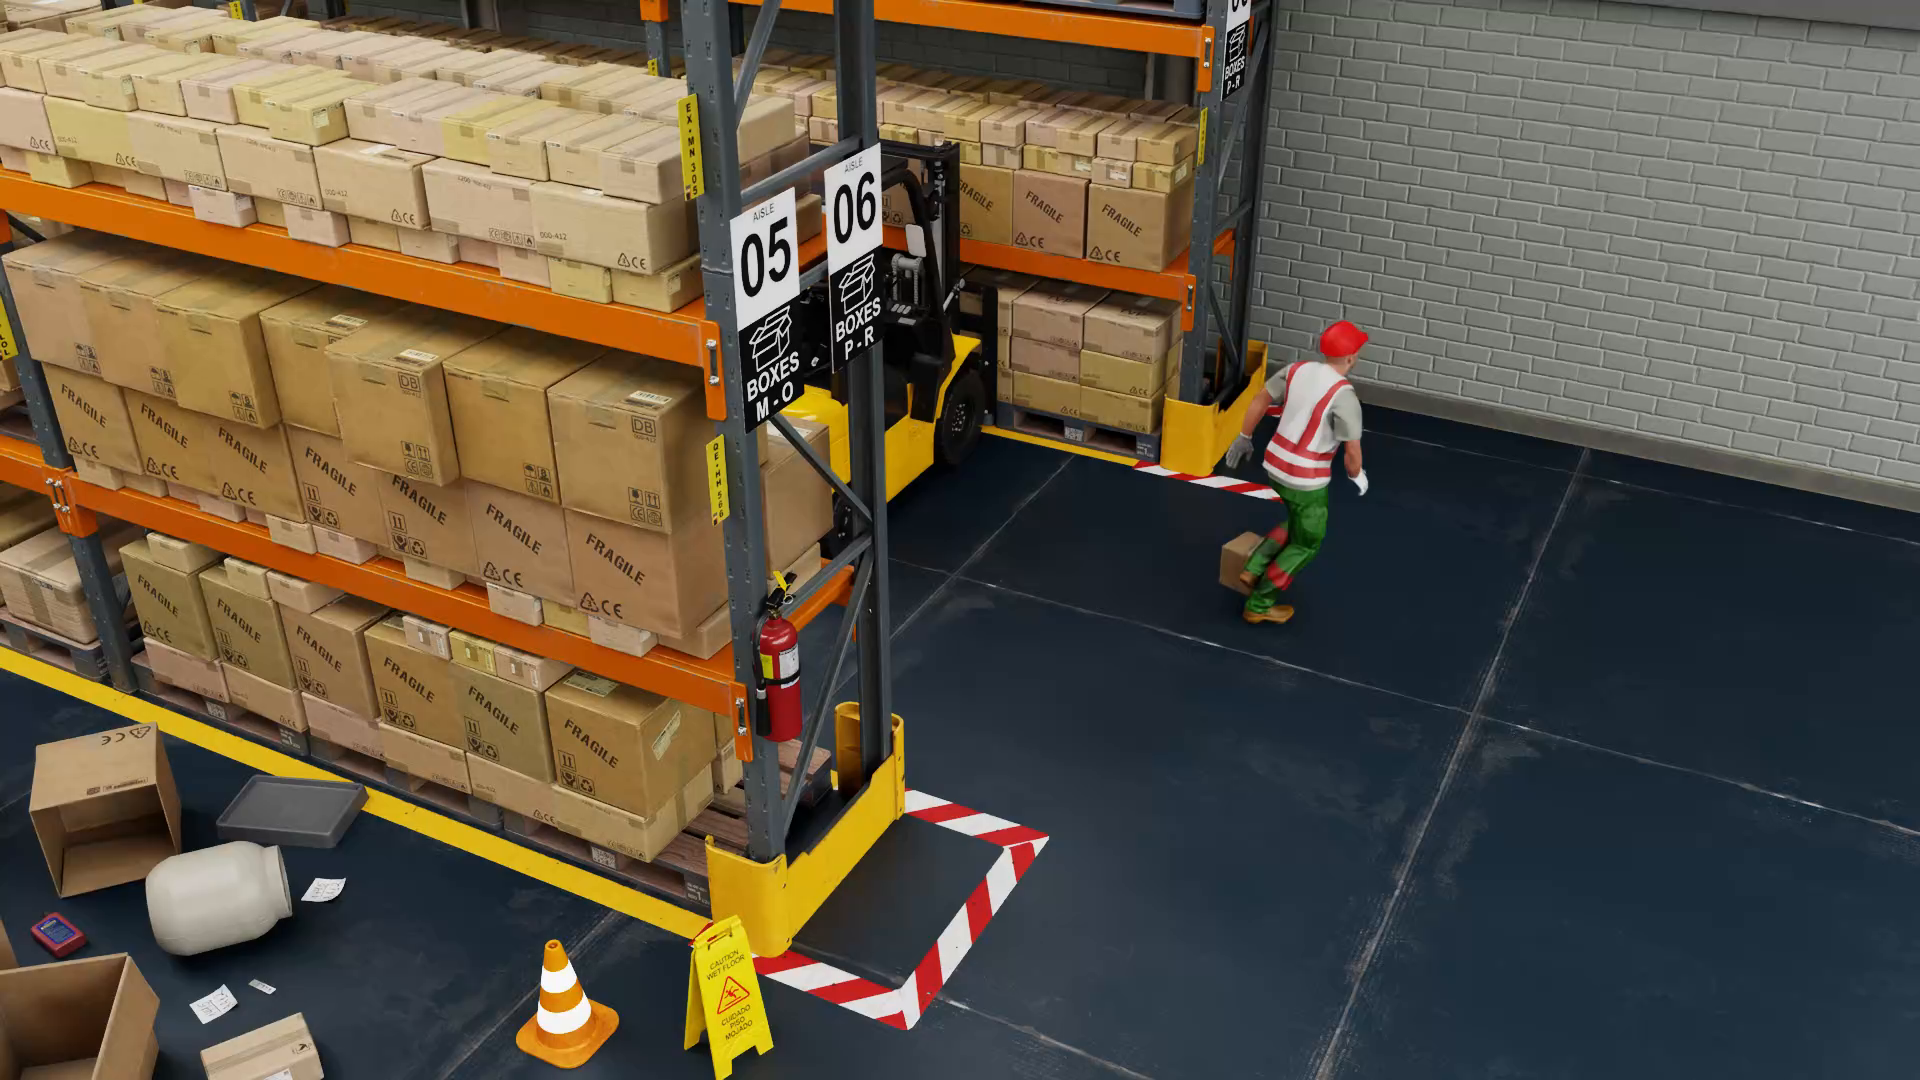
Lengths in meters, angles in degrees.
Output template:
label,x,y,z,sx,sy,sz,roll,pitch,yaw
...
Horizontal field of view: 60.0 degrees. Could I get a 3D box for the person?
label,x,y,z,sx,sy,sz,roll,pitch,yaw
person,1.846,-0.377,9.024,0.647,1.690,0.700,-11,32,-19
